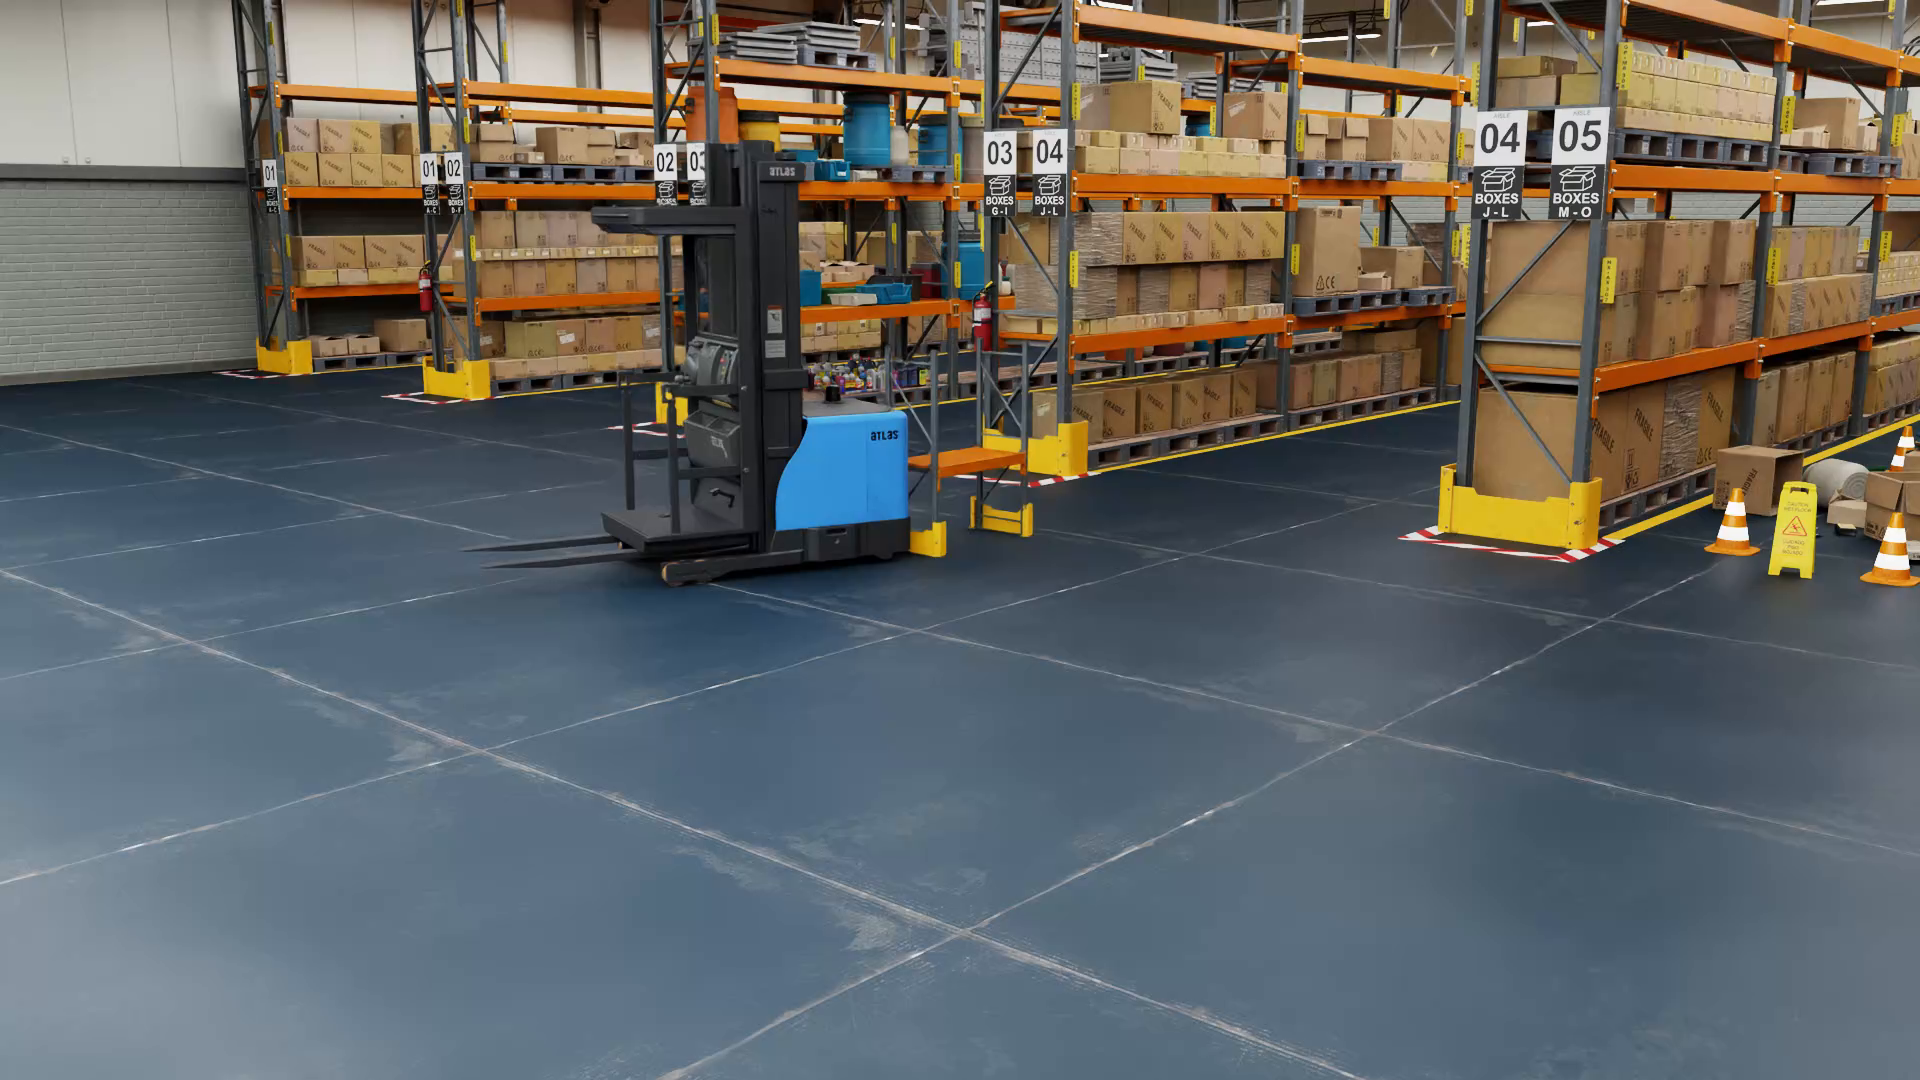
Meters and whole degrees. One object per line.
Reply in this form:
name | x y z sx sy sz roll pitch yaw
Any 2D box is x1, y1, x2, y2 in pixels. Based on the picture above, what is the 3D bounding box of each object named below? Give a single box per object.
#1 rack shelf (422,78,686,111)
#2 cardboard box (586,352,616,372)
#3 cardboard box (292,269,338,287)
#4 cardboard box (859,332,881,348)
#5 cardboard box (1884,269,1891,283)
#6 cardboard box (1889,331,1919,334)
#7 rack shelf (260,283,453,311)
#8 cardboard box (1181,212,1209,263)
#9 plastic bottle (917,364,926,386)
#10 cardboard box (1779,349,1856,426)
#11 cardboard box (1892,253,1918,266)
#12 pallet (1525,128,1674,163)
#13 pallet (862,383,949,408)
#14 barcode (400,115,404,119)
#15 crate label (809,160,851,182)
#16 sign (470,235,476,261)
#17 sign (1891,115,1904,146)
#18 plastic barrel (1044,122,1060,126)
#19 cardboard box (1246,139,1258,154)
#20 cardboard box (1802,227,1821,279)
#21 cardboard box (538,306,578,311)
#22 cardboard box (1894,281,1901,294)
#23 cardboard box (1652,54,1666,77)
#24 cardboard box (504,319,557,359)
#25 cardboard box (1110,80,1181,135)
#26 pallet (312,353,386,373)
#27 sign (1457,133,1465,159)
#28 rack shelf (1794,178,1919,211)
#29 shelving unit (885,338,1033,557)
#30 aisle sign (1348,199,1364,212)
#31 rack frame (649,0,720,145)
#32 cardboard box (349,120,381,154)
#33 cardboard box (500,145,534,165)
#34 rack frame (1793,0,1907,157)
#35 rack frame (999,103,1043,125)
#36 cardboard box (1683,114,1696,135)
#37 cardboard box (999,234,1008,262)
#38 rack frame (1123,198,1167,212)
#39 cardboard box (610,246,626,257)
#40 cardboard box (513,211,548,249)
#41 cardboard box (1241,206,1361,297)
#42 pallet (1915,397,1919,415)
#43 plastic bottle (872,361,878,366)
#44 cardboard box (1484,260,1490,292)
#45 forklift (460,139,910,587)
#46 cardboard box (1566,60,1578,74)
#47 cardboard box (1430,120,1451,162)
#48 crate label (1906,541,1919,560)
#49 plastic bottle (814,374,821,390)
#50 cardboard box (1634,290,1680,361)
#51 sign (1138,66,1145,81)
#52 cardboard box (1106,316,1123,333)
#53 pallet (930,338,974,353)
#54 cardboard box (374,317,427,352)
rack shelf | -5.475 -6.123 23.248 1.077 0.370 4.000 10 15 40
cardboard box | -5.283 -2.564 23.836 0.500 0.250 0.500 10 15 40
cardboard box | -9.958 -4.042 25.623 0.500 0.250 0.500 9 15 39
cardboard box | -1.678 -3.361 27.829 0.500 0.250 0.500 10 15 42
cardboard box | 10.405 -3.029 19.026 0.380 0.149 0.250 9 15 39
cardboard box | 11.922 -2.469 20.810 0.500 0.250 0.500 9 15 39
rack shelf | -9.198 -4.017 27.001 1.077 0.370 4.000 10 15 40
cardboard box | 2.201 -3.106 17.035 0.500 0.500 0.500 10 15 40
plastic bottle | -0.506 -2.153 21.645 0.061 0.283 0.133 11 16 43
cardboard box | 9.114 -1.700 18.234 1.050 0.750 0.750 10 15 40
cardboard box | 11.245 -3.362 19.935 0.380 0.149 0.250 9 14 38
pallet | 4.785 -3.036 12.821 1.003 0.211 1.213 10 15 40
pallet | -0.911 -1.922 21.796 1.003 0.211 1.213 10 15 40
barcode | -9.119 -6.917 27.178 0.001 0.075 0.075 10 15 40
crate label | -1.593 -4.425 19.929 0.502 0.251 0.408 10 15 40
sign | -6.382 -3.826 21.797 0.100 0.325 0.005 10 15 40
sign | 9.995 -4.365 17.728 0.100 0.325 0.005 10 15 40
plastic barrel | 1.499 -5.595 24.129 0.600 0.901 0.600 0 11 0
cardboard box | 2.941 -4.175 17.661 0.380 0.149 0.250 9 14 38
cardboard box | 8.273 -2.924 16.884 0.700 0.500 0.500 10 15 40
cardboard box | -7.117 -4.197 29.411 0.500 0.250 0.500 9 15 39
cardboard box | 10.737 -2.956 19.422 0.380 0.149 0.250 10 15 42
cardboard box | 5.097 -3.574 12.567 0.380 0.149 0.250 10 15 40
cardboard box | -5.945 -2.785 23.028 0.500 0.500 0.500 10 15 40
cardboard box | 1.827 -4.249 16.375 0.500 0.500 0.500 10 15 40
pallet | -9.906 -2.834 26.361 1.003 0.211 1.213 10 15 40
sign | 6.331 -4.985 21.033 0.100 0.325 0.005 10 15 40
rack shelf | 10.904 -4.087 19.695 1.077 0.370 4.000 10 15 40
shelving unit | -0.007 -0.728 12.525 0.587 1.500 1.083 10 15 41
aisle sign | 7.309 -6.472 30.820 0.394 0.787 0.004 10 15 40
rack frame | -3.077 -5.736 18.456 1.000 3.000 0.127 10 15 40
cardboard box | -9.383 -6.265 25.901 0.500 0.500 0.500 10 15 42
cardboard box | -6.233 -5.311 22.938 0.500 0.250 0.500 10 15 40
rack frame | 9.584 -5.617 17.858 1.000 3.000 0.127 10 15 40
rack frame | 1.126 -8.143 30.505 1.000 3.000 0.127 10 15 40
cardboard box | 5.603 -3.295 13.207 0.380 0.149 0.250 10 15 40
cardboard box | 0.646 -5.415 30.837 0.700 0.500 0.500 4 12 21
rack frame | 3.767 -5.789 34.039 1.000 3.000 0.127 10 15 40
cardboard box | -5.012 -4.137 23.853 0.380 0.149 0.250 10 15 42
cardboard box | -6.099 -4.274 22.882 0.700 0.500 0.500 9 15 39
cardboard box | 3.914 -3.341 19.179 1.000 1.000 1.000 10 15 41
pallet | 11.711 -1.781 21.091 1.003 0.211 1.213 10 15 40
plastic bottle | -1.169 -2.222 22.007 0.152 0.276 0.135 10 15 42
cardboard box | 6.789 -3.493 22.284 0.500 0.500 0.500 9 15 39
forklift | -1.902 -1.242 11.448 3.031 2.935 1.130 -6 13 -28
cardboard box | 4.605 -3.659 12.994 0.380 0.149 0.250 10 15 41
cardboard box | 5.798 -4.994 20.865 0.500 0.500 0.500 10 15 42
crate label | 6.817 0.084 11.942 0.250 0.136 0.298 2 12 11
plastic bottle | -1.809 -2.005 21.114 0.097 0.201 0.097 0 11 0
cardboard box | 5.324 -1.782 13.591 0.875 0.550 0.550 10 15 40
sign | 2.622 -6.685 24.030 0.100 0.325 0.005 10 15 40
cardboard box | 1.367 -2.111 16.264 0.380 0.149 0.250 10 15 40
pallet | -0.187 -3.529 29.839 1.003 0.211 1.213 10 15 40
cardboard box | -9.096 -3.341 27.038 0.700 0.500 0.500 9 14 37
